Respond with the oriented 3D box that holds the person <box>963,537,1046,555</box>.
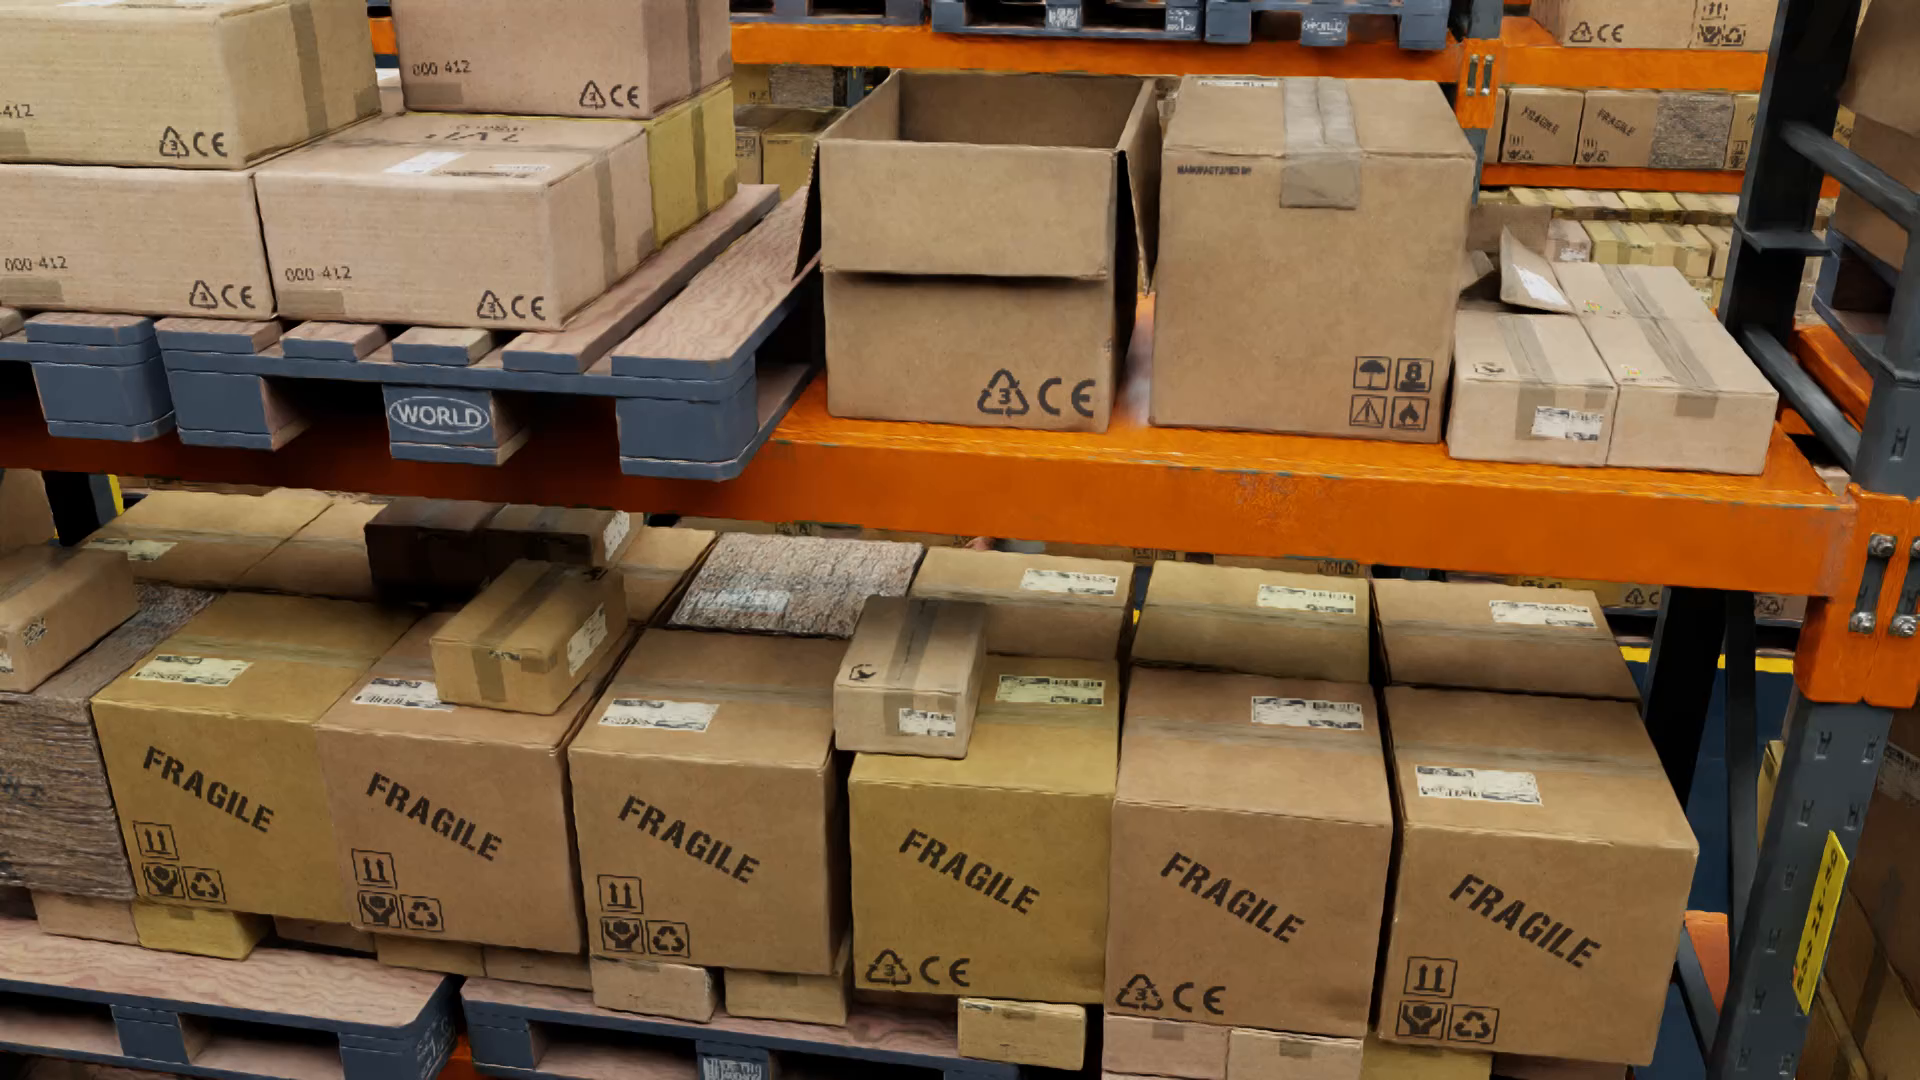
[{"bbox_3d":[0.195,-0.084,7.229,0.451,1.774,0.553,7,26,15],"label":"person"}]
